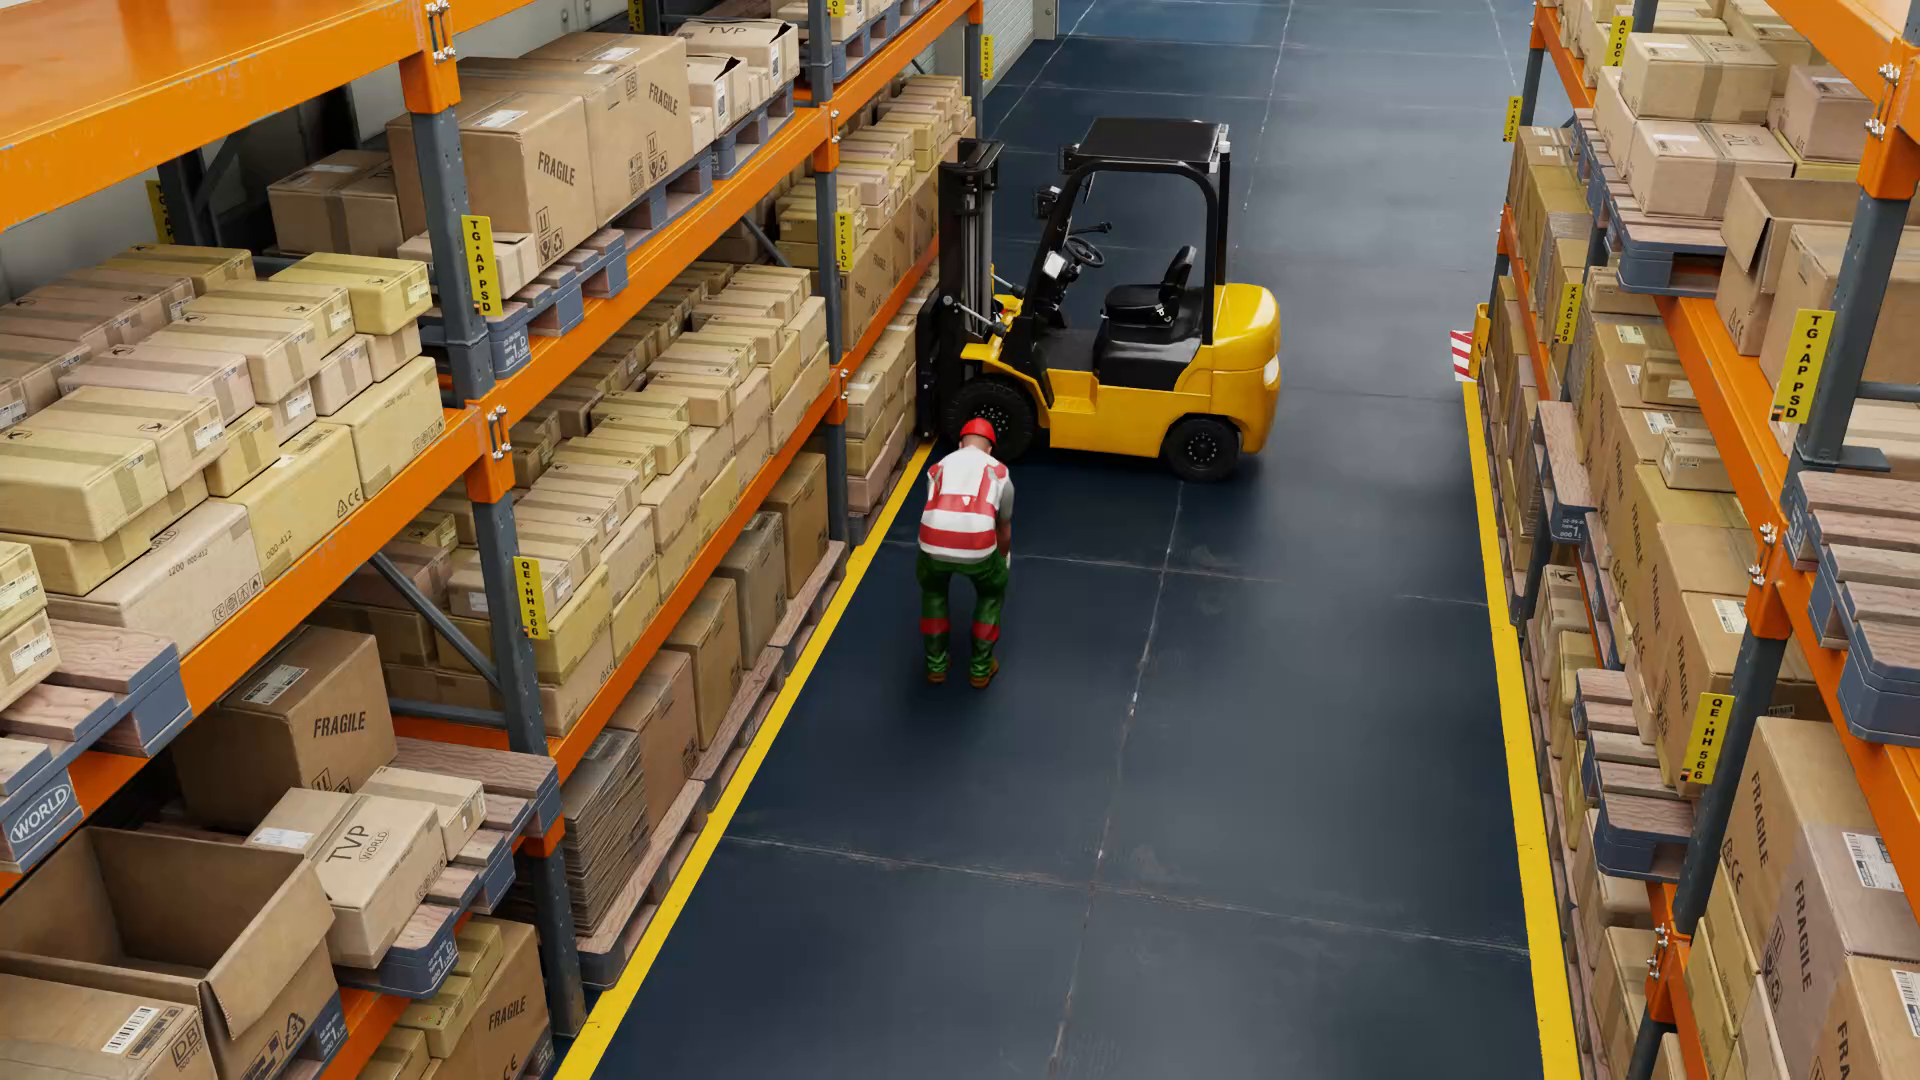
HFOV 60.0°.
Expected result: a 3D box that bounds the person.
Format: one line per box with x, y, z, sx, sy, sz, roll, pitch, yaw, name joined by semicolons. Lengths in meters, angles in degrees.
0.038;0.072;8.993;0.503;1.281;0.922;5;29;9;person
